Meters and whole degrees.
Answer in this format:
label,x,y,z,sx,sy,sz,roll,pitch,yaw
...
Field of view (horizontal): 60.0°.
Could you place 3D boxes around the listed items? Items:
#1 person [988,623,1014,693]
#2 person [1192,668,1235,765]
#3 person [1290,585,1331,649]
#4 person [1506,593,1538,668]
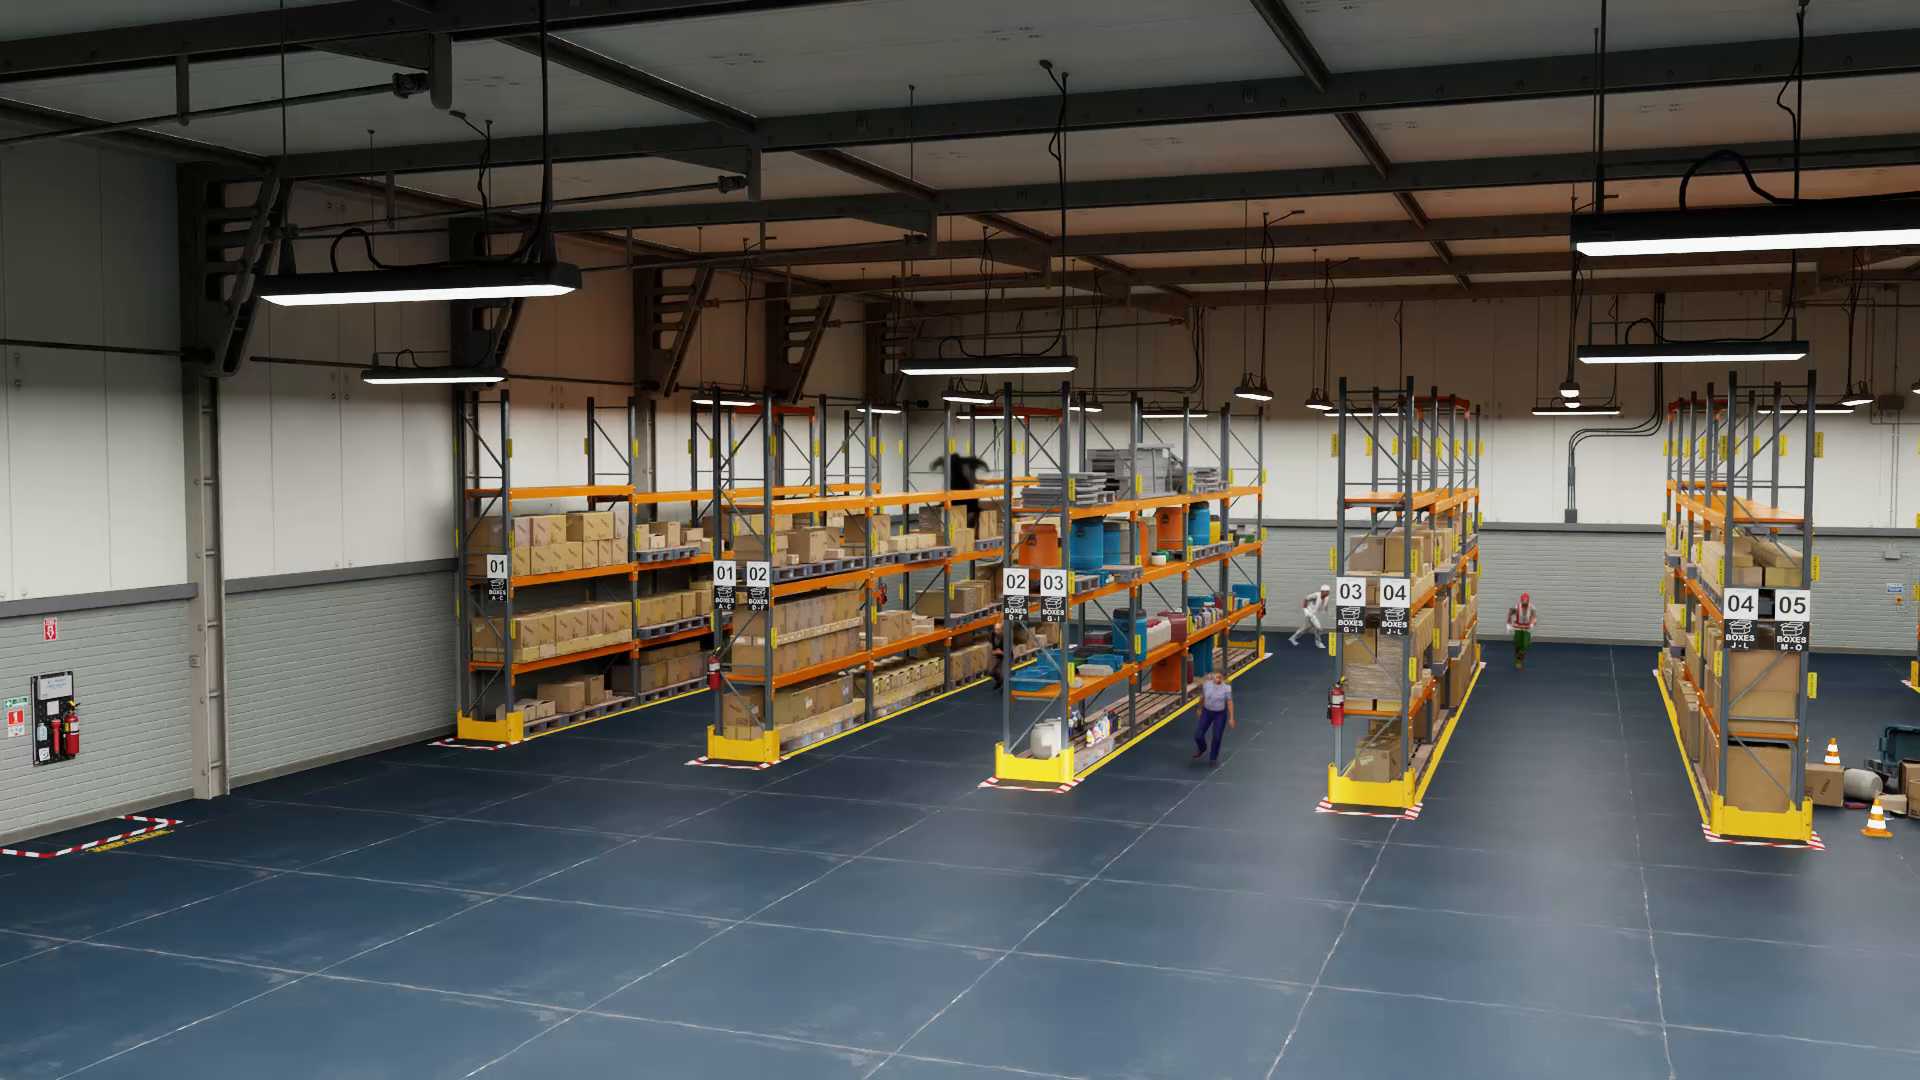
label,x,y,z,sx,sy,sz,roll,pitch,yaw
person,0.830,2.393,33.647,0.665,1.489,1.005,2,4,26
person,4.001,2.774,26.227,0.737,1.558,0.592,1,3,20
person,8.783,1.902,41.641,0.701,1.597,1.137,-3,4,-44
person,12.847,2.058,37.999,0.651,1.715,0.706,0,3,2
